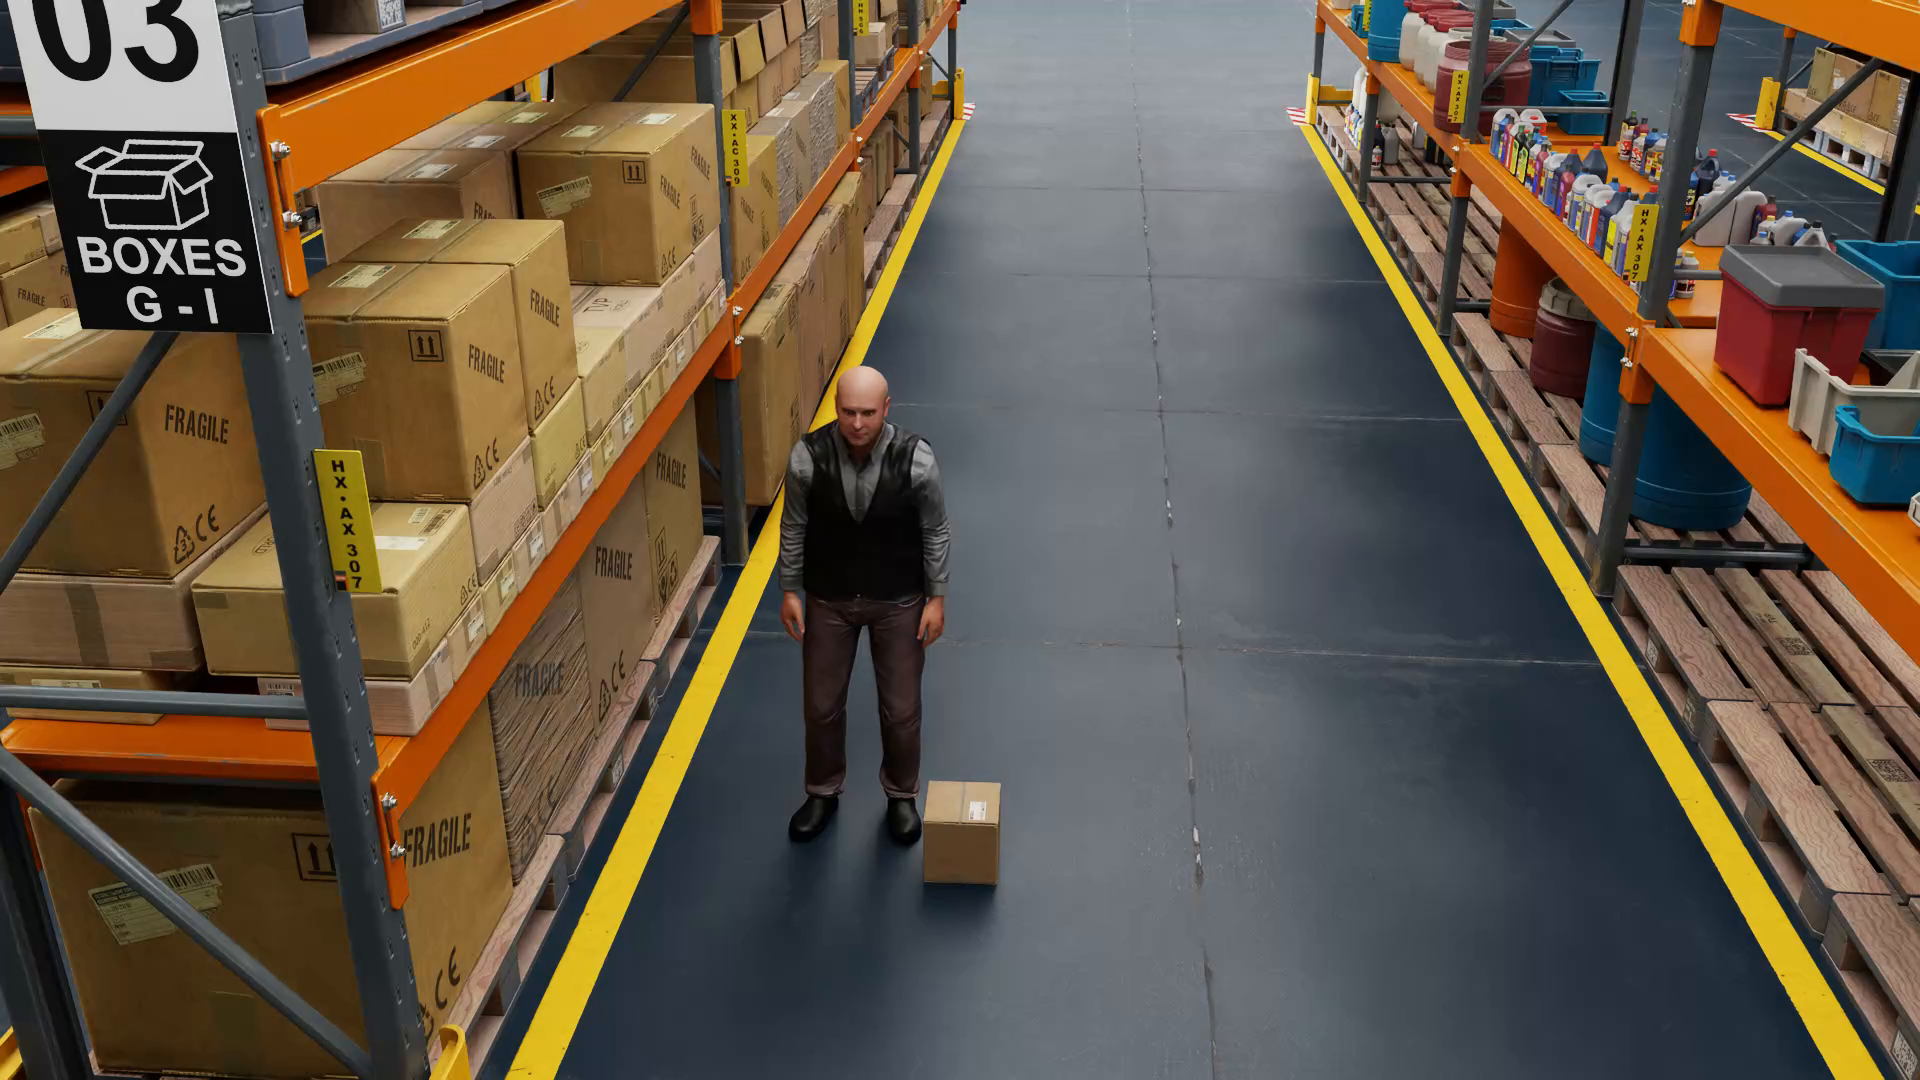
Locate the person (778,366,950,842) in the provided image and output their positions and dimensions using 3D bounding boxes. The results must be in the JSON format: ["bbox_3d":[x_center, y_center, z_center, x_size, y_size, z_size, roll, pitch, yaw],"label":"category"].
[{"bbox_3d":[-0.323,0.207,5.674,0.580,1.721,0.415,2,24,4],"label":"person"}]
